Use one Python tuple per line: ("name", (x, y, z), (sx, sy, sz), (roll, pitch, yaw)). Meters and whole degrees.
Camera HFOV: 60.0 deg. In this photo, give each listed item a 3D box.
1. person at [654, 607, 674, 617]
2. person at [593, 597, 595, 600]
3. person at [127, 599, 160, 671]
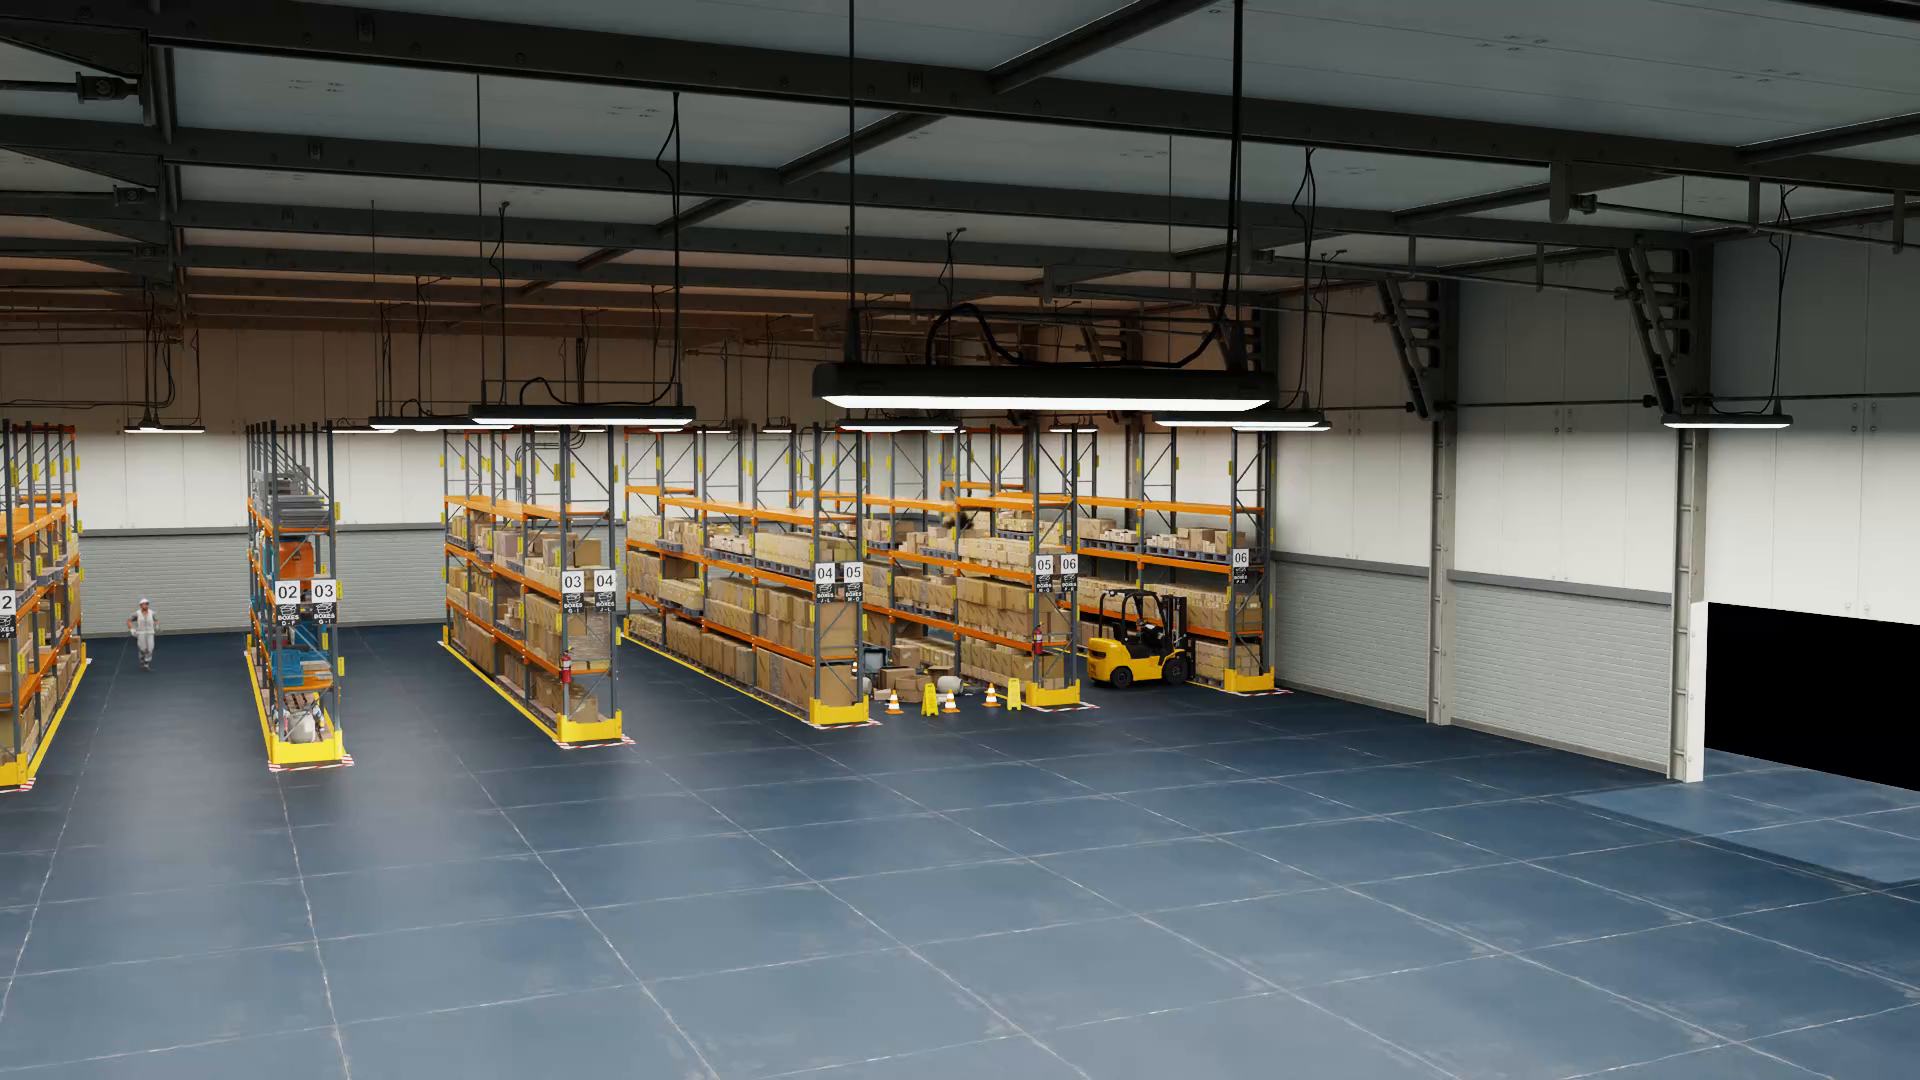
("person", (-8.832, 1.789, 49.309), (0.751, 1.799, 0.704), (2, 4, 32))
("person", (-9.681, 2.089, 44.877), (0.659, 1.730, 0.919), (-2, 4, -33))
("person", (-19.811, 2.322, 40.478), (0.710, 1.751, 0.599), (-3, 5, -41))
